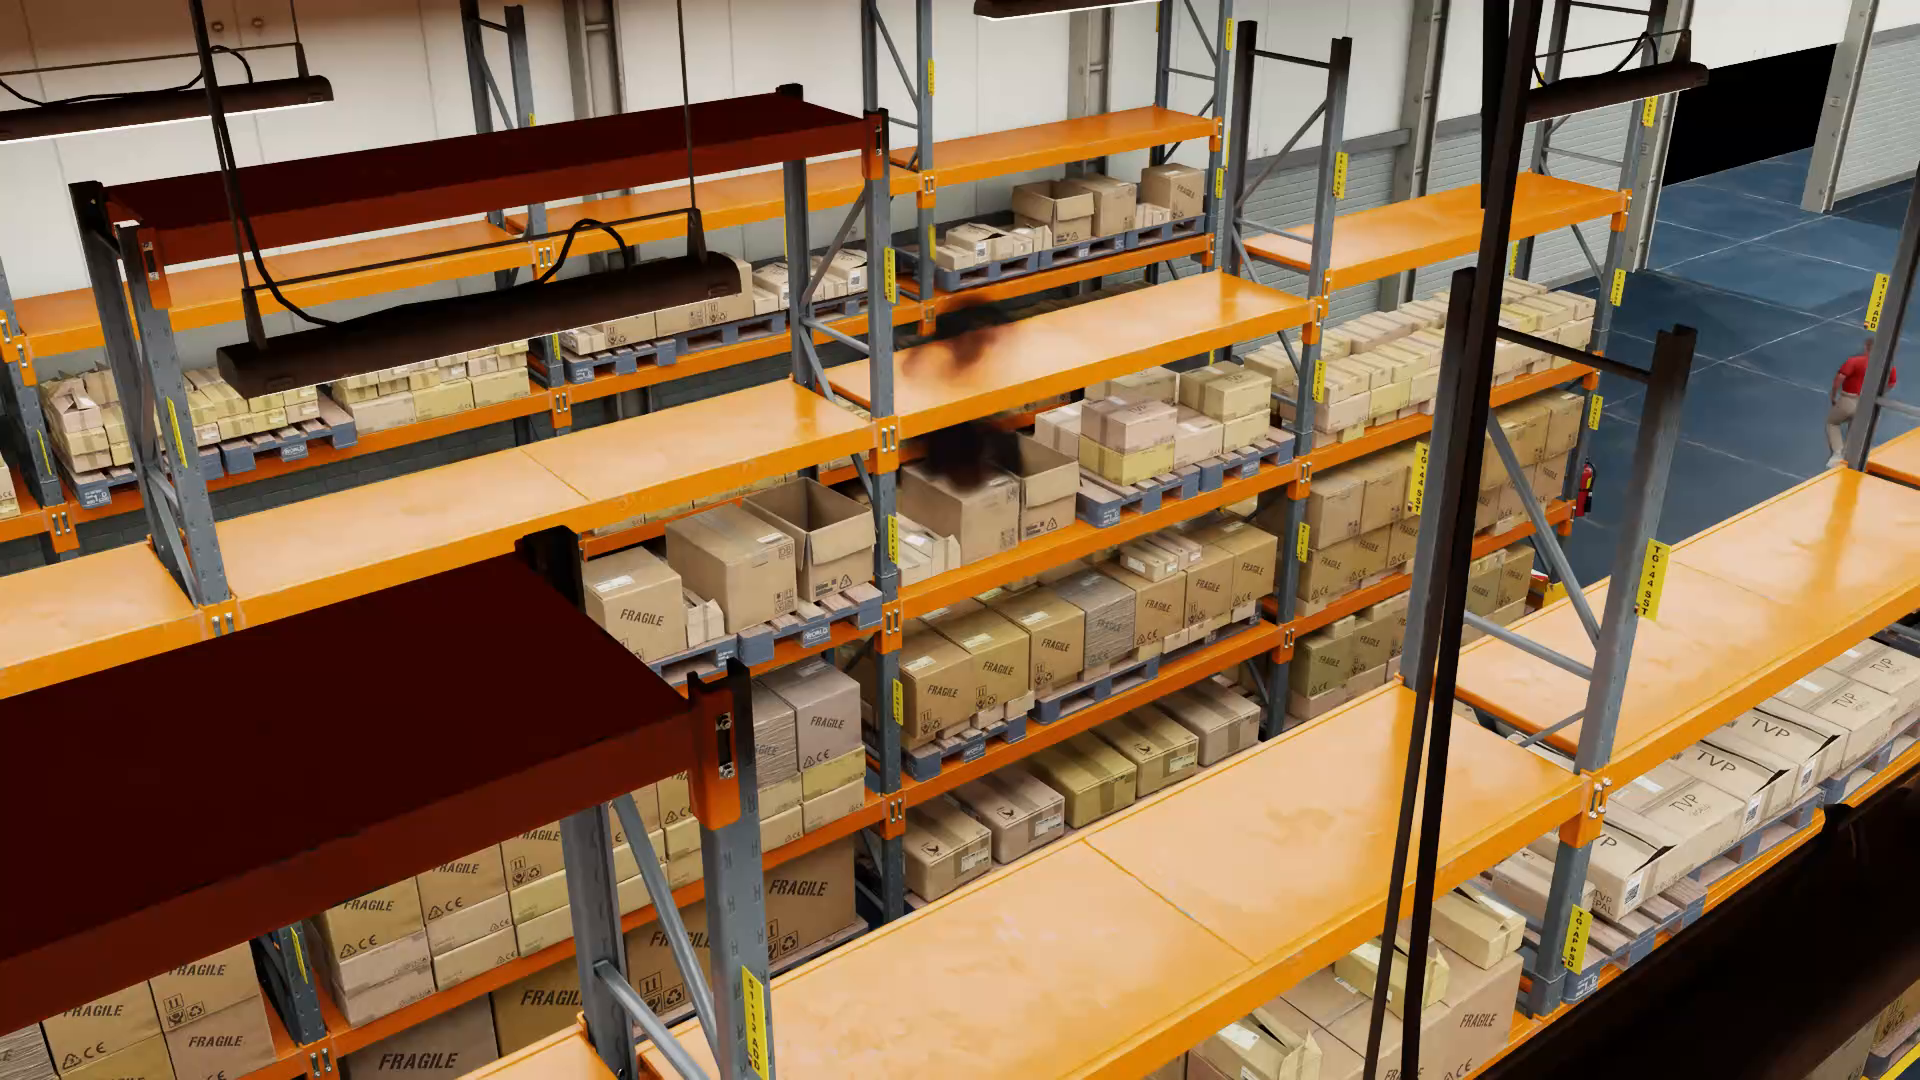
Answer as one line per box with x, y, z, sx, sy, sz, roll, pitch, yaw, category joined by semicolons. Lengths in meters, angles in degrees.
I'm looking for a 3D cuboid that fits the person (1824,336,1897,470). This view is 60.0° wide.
10.462;-1.593;19.447;0.716;1.688;0.578;5;27;11;person
